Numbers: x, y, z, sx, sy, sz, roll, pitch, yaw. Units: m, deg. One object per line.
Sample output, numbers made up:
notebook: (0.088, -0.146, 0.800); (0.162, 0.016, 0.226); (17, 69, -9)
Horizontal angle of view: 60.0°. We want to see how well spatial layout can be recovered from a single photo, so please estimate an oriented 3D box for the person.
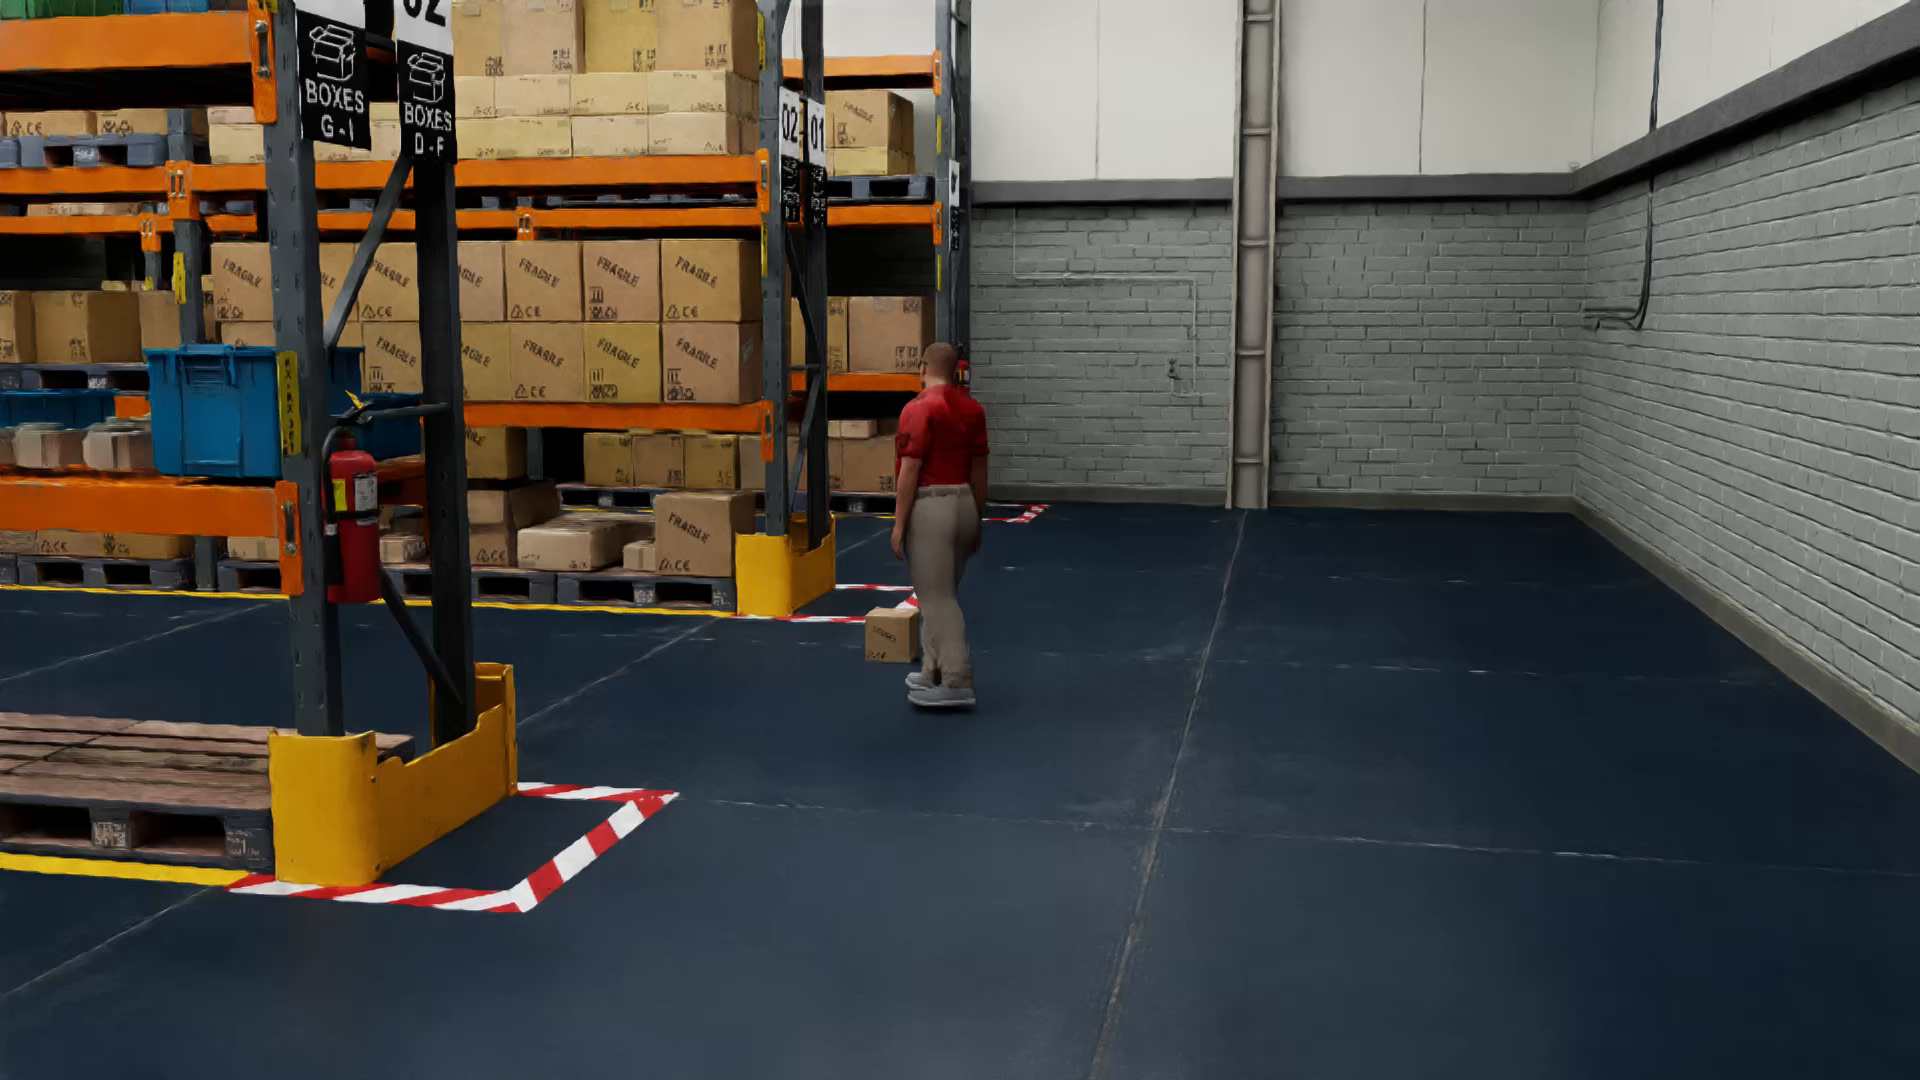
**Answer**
person: (-0.077, -0.063, 7.921); (0.465, 1.569, 0.420); (6, 10, 38)
